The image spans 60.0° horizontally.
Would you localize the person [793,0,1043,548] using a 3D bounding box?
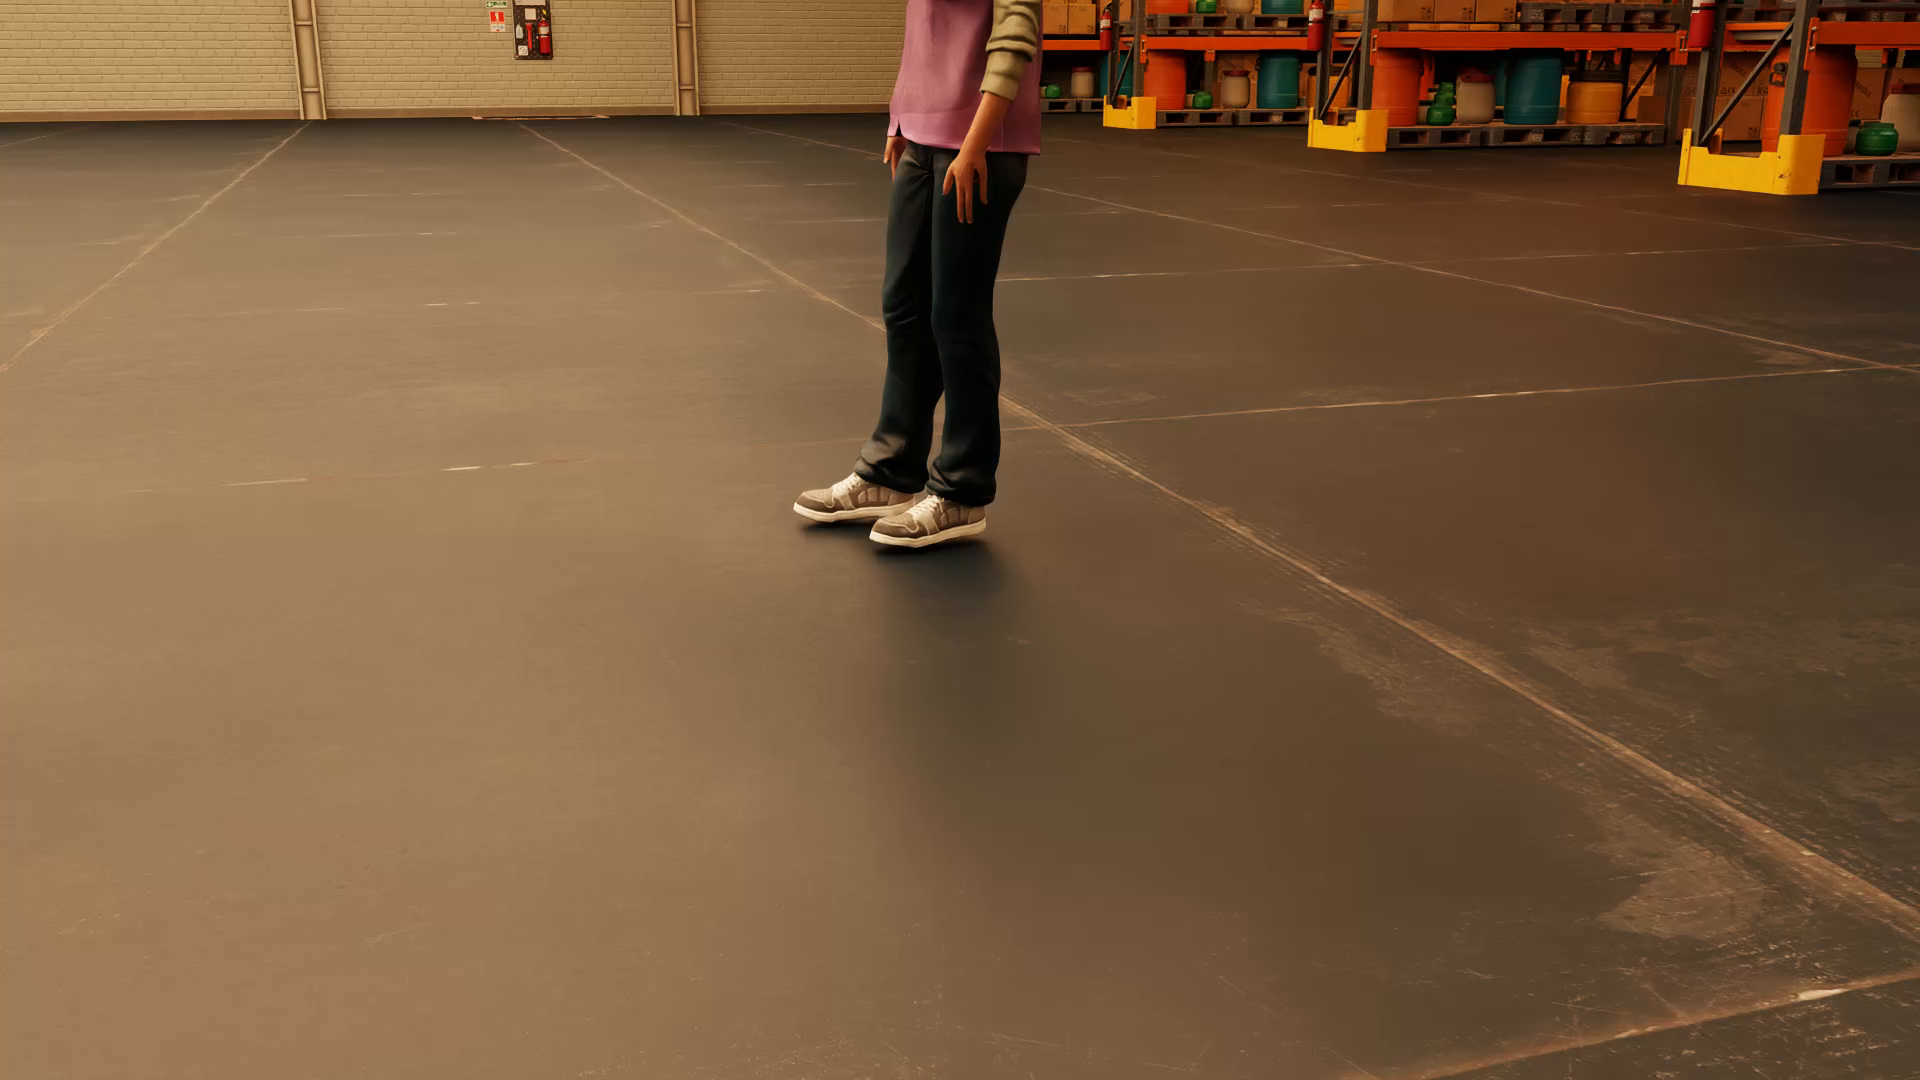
[{"bbox_3d":[-0.075,-0.771,3.331,0.473,1.599,0.520,-5,17,-17],"label":"person"}]
